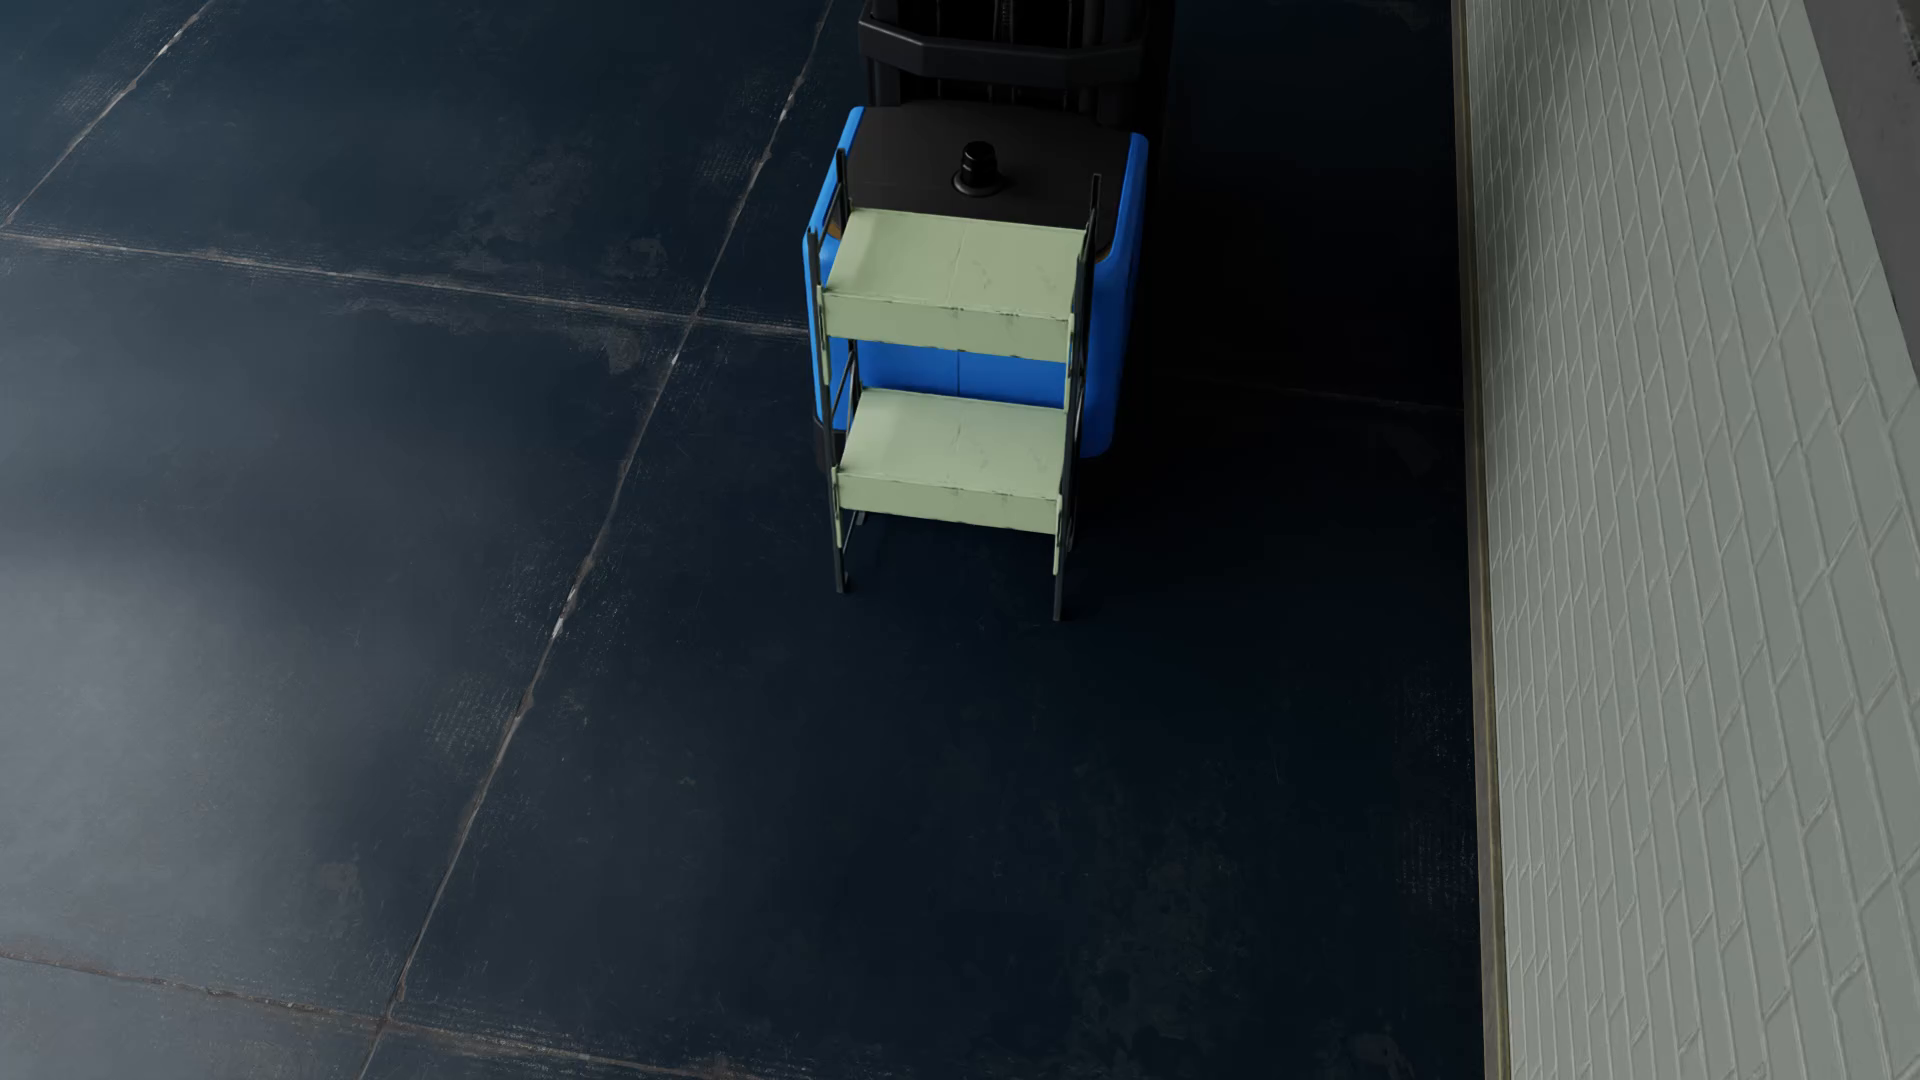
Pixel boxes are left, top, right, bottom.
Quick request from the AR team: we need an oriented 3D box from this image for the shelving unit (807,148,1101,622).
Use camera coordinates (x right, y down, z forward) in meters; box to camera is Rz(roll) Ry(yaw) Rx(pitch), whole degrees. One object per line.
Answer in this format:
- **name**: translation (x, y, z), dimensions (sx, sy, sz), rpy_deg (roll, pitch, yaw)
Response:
- **shelving unit**: translation (-0.009, -0.424, 5.122), dimensions (0.755, 1.500, 0.431), rpy_deg (7, 48, 6)

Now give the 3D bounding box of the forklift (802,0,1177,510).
- **forklift**: translation (0.245, -2.198, 5.755), dimensions (1.130, 2.935, 3.031), rpy_deg (7, 48, 6)

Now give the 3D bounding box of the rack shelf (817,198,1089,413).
- **rack shelf**: translation (-0.009, -0.684, 4.832), dimensions (0.720, 0.370, 0.431), rpy_deg (7, 48, 6)

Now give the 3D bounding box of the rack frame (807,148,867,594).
- **rack frame**: translation (-0.370, -0.469, 5.163), dimensions (0.023, 1.500, 0.400), rpy_deg (7, 48, 6)

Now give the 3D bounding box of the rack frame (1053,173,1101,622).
- **rack frame**: translation (0.352, -0.379, 5.082), dimensions (0.023, 1.500, 0.400), rpy_deg (7, 48, 6)

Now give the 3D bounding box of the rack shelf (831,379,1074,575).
- **rack shelf**: translation (-0.009, -0.206, 5.365), dimensions (0.720, 0.370, 0.431), rpy_deg (7, 48, 6)
